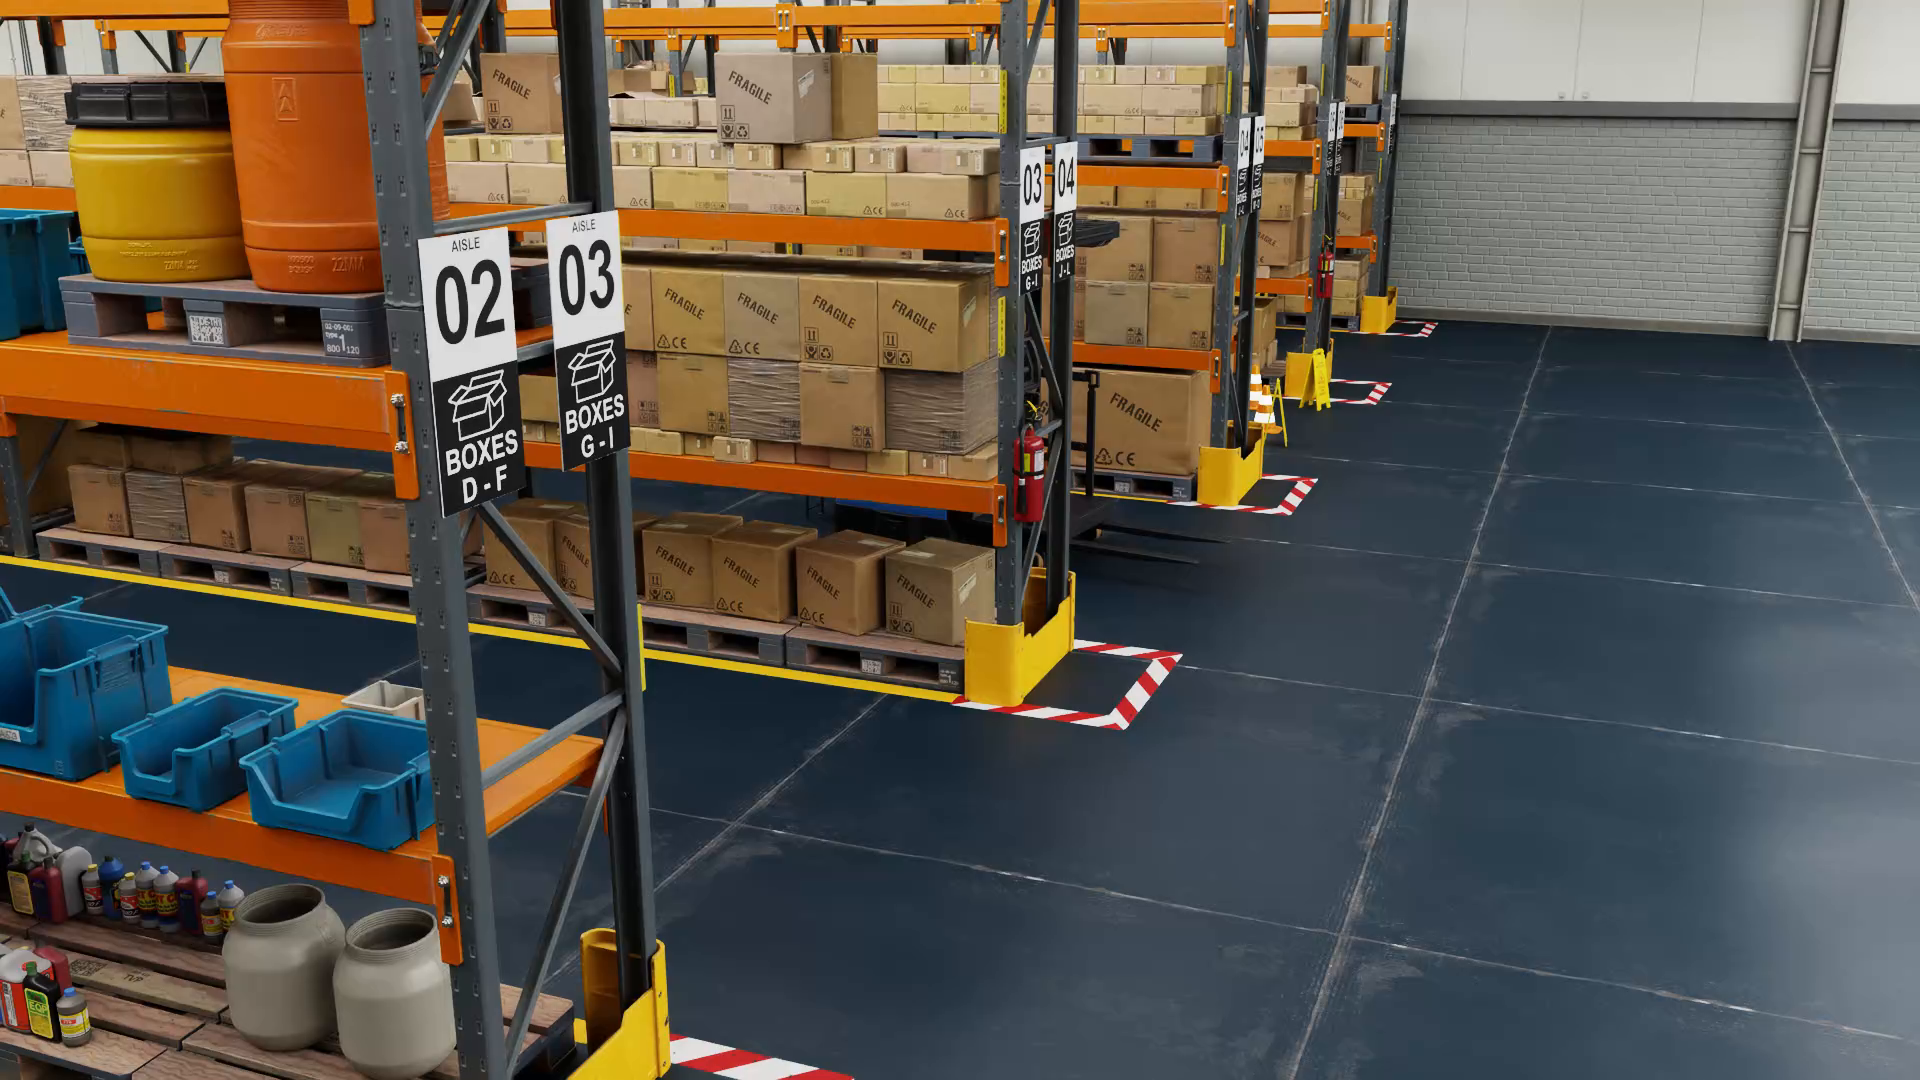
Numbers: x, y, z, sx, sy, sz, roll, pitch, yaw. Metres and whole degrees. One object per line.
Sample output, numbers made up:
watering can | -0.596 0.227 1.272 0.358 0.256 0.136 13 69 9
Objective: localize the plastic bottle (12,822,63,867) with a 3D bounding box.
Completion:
plastic bottle | -3.901 1.367 7.046 0.185 0.351 0.144 6 17 20

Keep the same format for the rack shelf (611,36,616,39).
rack shelf | -7.116 -8.437 27.391 4.000 0.370 1.077 6 17 21

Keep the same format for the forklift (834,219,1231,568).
forklift | 0.539 -1.321 12.466 3.031 2.935 1.130 9 19 29

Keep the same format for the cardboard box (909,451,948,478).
cardboard box | -0.120 -0.494 9.944 0.250 0.149 0.380 6 17 21

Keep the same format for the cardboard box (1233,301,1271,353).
cardboard box | 3.248 -2.439 19.027 0.500 0.500 0.500 6 17 21

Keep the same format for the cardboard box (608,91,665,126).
cardboard box | -3.065 -4.068 15.652 0.500 0.311 0.500 6 17 19

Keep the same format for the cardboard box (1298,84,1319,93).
cardboard box | 4.789 -6.128 22.831 0.258 0.266 0.396 6 17 21

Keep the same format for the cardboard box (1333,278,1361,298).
cardboard box | 5.340 -3.561 23.341 0.500 0.250 0.500 6 17 20

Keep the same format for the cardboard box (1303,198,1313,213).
cardboard box | 4.874 -4.556 23.309 0.500 0.500 0.500 7 18 22

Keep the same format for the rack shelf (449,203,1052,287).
rack shelf | -1.407 -1.912 10.291 4.000 0.370 1.077 6 17 21

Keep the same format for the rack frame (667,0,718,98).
rack frame | -3.353 -6.882 20.740 0.127 3.000 1.000 6 17 21

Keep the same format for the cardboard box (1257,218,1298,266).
cardboard box | 3.483 -3.358 18.647 0.500 0.500 0.500 6 17 20

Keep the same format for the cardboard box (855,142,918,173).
cardboard box | -0.413 -2.177 9.466 0.250 0.149 0.380 5 17 18

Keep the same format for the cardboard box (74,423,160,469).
cardboard box | -6.354 -0.741 12.697 0.500 0.250 0.500 7 18 23

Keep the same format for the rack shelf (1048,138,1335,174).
rack shelf | 2.229 -4.483 19.144 4.000 0.370 1.077 6 17 21

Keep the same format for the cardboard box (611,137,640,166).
cardboard box | -2.101 -2.362 10.104 0.250 0.149 0.380 6 17 20

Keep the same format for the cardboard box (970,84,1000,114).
cardboard box | 0.409 -3.782 14.244 0.500 0.250 0.500 6 17 21

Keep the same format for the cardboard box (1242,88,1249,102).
cardboard box | 3.197 -4.902 18.317 0.250 0.149 0.380 6 17 20

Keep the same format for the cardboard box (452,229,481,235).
cardboard box | -3.955 -1.629 11.577 1.000 1.000 1.000 6 17 21

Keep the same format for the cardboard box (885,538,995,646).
cardboard box | -0.121 0.318 10.429 0.500 0.500 0.500 10 19 31

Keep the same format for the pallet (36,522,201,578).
pallet | -6.262 -0.012 12.835 1.213 0.211 1.003 6 17 21

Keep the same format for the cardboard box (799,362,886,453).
cardboard box | -0.557 -0.887 10.136 0.500 0.500 0.875 6 17 21

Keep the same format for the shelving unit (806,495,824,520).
shelving unit | -0.996 -0.741 13.574 0.503 1.200 0.258 9 19 29

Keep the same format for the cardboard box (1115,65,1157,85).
cardboard box | 1.459 -3.840 13.728 0.250 0.149 0.380 7 17 22

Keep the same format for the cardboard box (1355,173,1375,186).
cardboard box | 5.673 -5.063 23.357 0.250 0.149 0.380 6 17 20

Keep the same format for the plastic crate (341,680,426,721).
plastic crate | -2.078 0.623 6.119 0.250 0.136 0.298 6 17 21

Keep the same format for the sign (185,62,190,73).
sign | -8.596 -5.139 18.480 0.005 0.325 0.100 6 17 21

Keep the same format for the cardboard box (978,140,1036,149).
cardboard box | 0.282 -2.261 9.755 0.250 0.149 0.380 6 17 20

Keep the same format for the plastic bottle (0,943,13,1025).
plastic bottle | -3.587 1.647 6.216 0.135 0.276 0.152 6 17 19

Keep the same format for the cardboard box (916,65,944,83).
cardboard box | -0.191 -4.021 14.353 0.250 0.149 0.380 6 17 21

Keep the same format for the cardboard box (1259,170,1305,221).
cardboard box | 3.534 -3.850 18.548 0.500 0.500 0.700 6 17 19

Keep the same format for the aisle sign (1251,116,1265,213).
aisle sign | 2.543 -3.208 14.180 0.004 0.787 0.394 6 17 21

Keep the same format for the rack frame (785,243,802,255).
rack frame | -1.354 -2.298 15.709 0.127 3.000 1.000 6 17 21

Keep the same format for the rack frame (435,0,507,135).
rack frame | -3.268 -3.903 10.477 0.127 3.000 1.000 6 17 21

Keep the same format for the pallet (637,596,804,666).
pallet | -1.491 0.501 11.069 1.213 0.211 1.003 6 17 21

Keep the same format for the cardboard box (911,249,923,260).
cardboard box | -0.017 -2.725 14.974 0.550 0.550 0.875 6 17 21

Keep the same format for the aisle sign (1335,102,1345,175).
aisle sign | 4.261 -4.506 18.650 0.004 0.787 0.394 6 17 21

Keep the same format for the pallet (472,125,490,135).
pallet | -4.456 -4.005 16.547 1.003 0.211 1.213 7 18 23

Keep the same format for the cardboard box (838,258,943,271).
cardboard box | -0.421 -1.464 10.329 0.500 0.500 0.500 6 17 21

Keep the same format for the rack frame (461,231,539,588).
rack frame | -3.268 -1.022 11.314 0.127 3.000 1.000 6 17 21

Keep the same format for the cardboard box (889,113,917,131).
cardboard box | -0.434 -3.665 14.554 0.250 0.149 0.380 6 17 20

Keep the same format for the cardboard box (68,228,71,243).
cardboard box | -9.832 -3.337 18.575 0.500 0.500 0.500 6 17 19

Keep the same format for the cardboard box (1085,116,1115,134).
cardboard box | 1.225 -3.483 13.928 0.250 0.149 0.380 6 17 21

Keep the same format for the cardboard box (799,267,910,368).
cardboard box | -0.616 -1.326 9.854 0.500 0.500 0.500 6 17 21

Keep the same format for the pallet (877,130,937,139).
pallet | -0.597 -3.610 15.006 1.213 0.211 1.003 6 17 21

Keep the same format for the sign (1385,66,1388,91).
sign | 5.695 -6.159 22.183 0.005 0.325 0.100 6 17 21

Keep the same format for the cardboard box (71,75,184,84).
cardboard box | -5.705 -2.943 11.473 0.500 0.500 0.500 6 17 19

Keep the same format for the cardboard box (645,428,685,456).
cardboard box | -1.778 -0.651 10.488 0.250 0.149 0.380 6 17 21

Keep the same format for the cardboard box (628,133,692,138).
cardboard box | -1.900 -2.502 10.587 0.250 0.149 0.380 7 18 23

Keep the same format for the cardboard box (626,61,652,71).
cardboard box | -5.104 -7.488 26.449 0.258 0.266 0.396 6 17 20

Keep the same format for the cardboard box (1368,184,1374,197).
cardboard box | 5.687 -4.932 23.440 0.250 0.149 0.380 6 17 19

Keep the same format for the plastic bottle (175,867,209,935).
plastic bottle | -3.140 1.471 6.810 0.133 0.283 0.061 7 17 22

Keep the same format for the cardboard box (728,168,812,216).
cardboard box | -1.028 -2.070 9.811 0.500 0.250 0.500 7 17 22

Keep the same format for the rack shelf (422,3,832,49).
rack shelf | -3.214 -4.846 15.734 4.000 0.370 1.077 6 17 21

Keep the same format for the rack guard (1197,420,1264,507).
rack guard | 2.390 -0.686 14.640 0.348 0.500 1.175 6 17 21

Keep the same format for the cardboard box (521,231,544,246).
cardboard box | -4.190 -3.136 16.621 0.500 0.500 0.700 6 17 20
